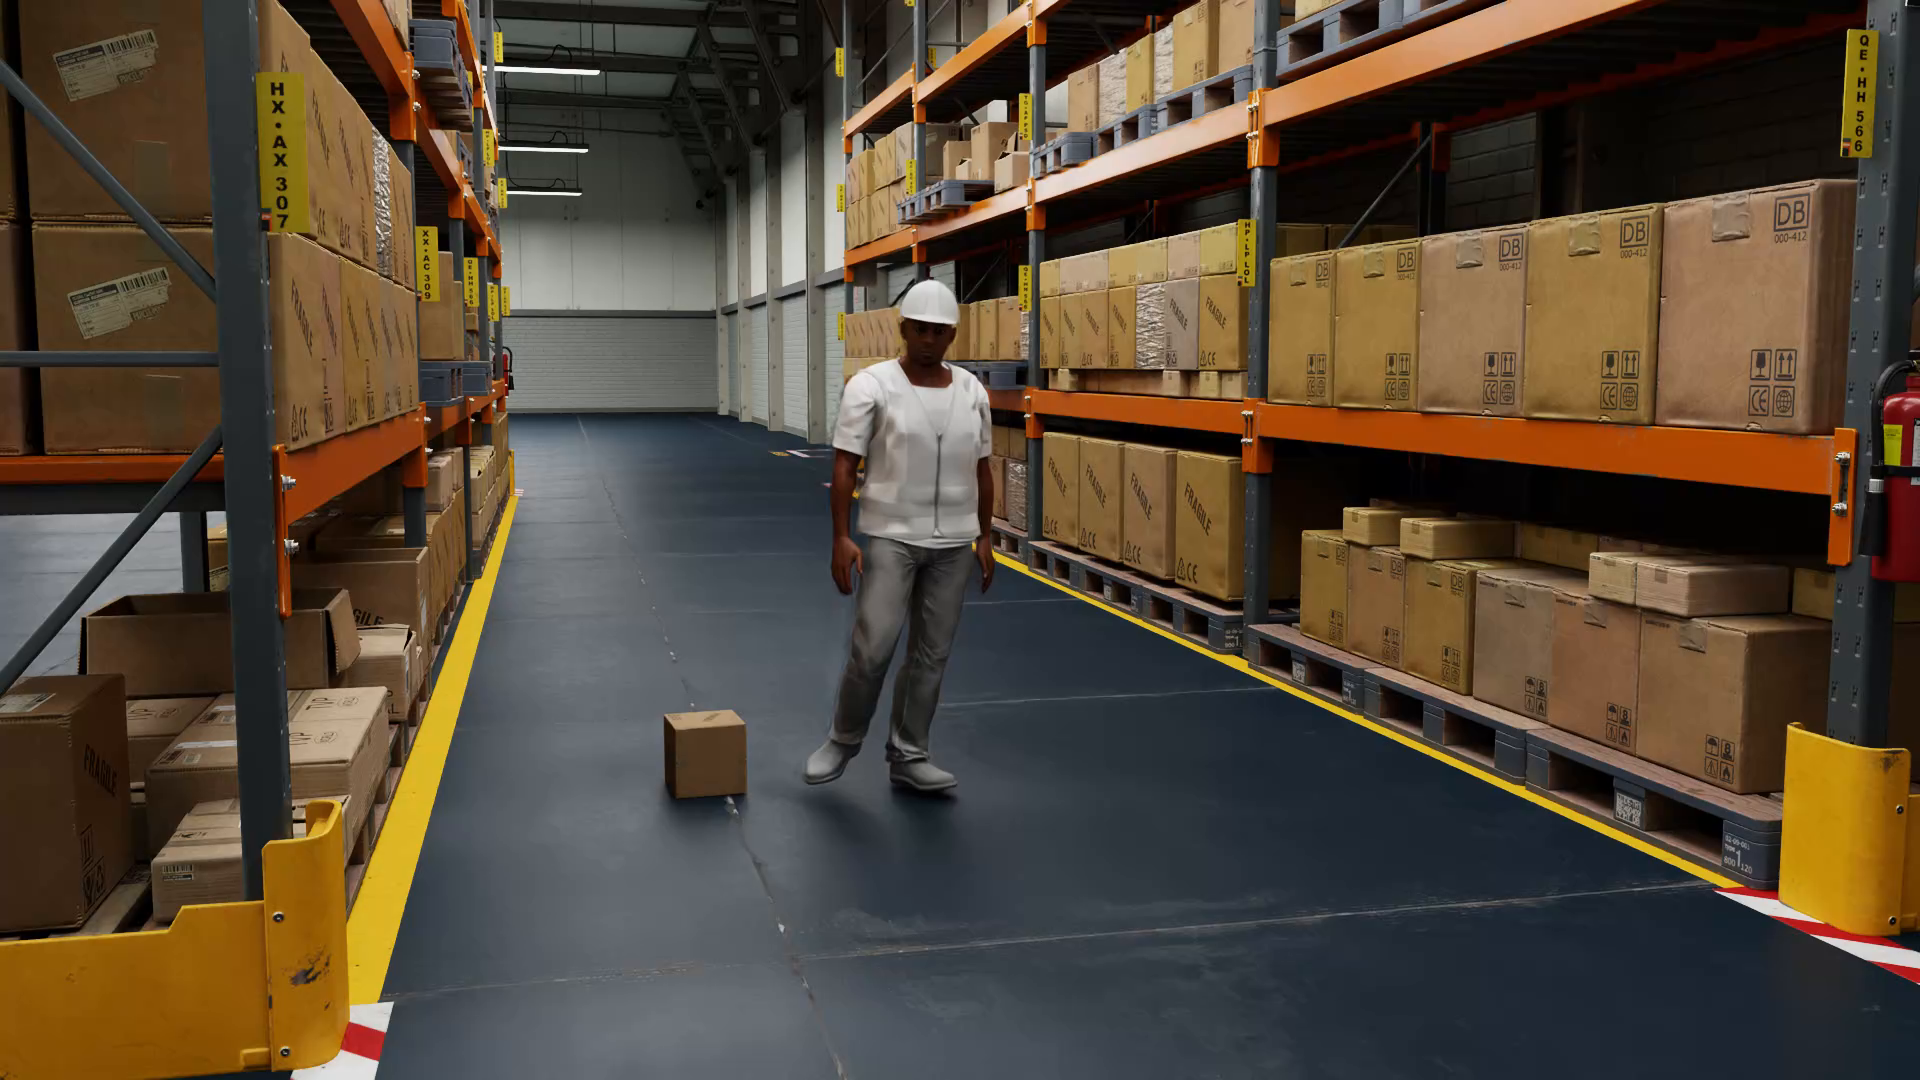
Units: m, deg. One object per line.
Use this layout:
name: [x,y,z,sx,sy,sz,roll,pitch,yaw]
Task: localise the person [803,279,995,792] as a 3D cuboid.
person: [-0.193,-0.001,5.688,0.685,1.751,0.497,-3,7,-25]
